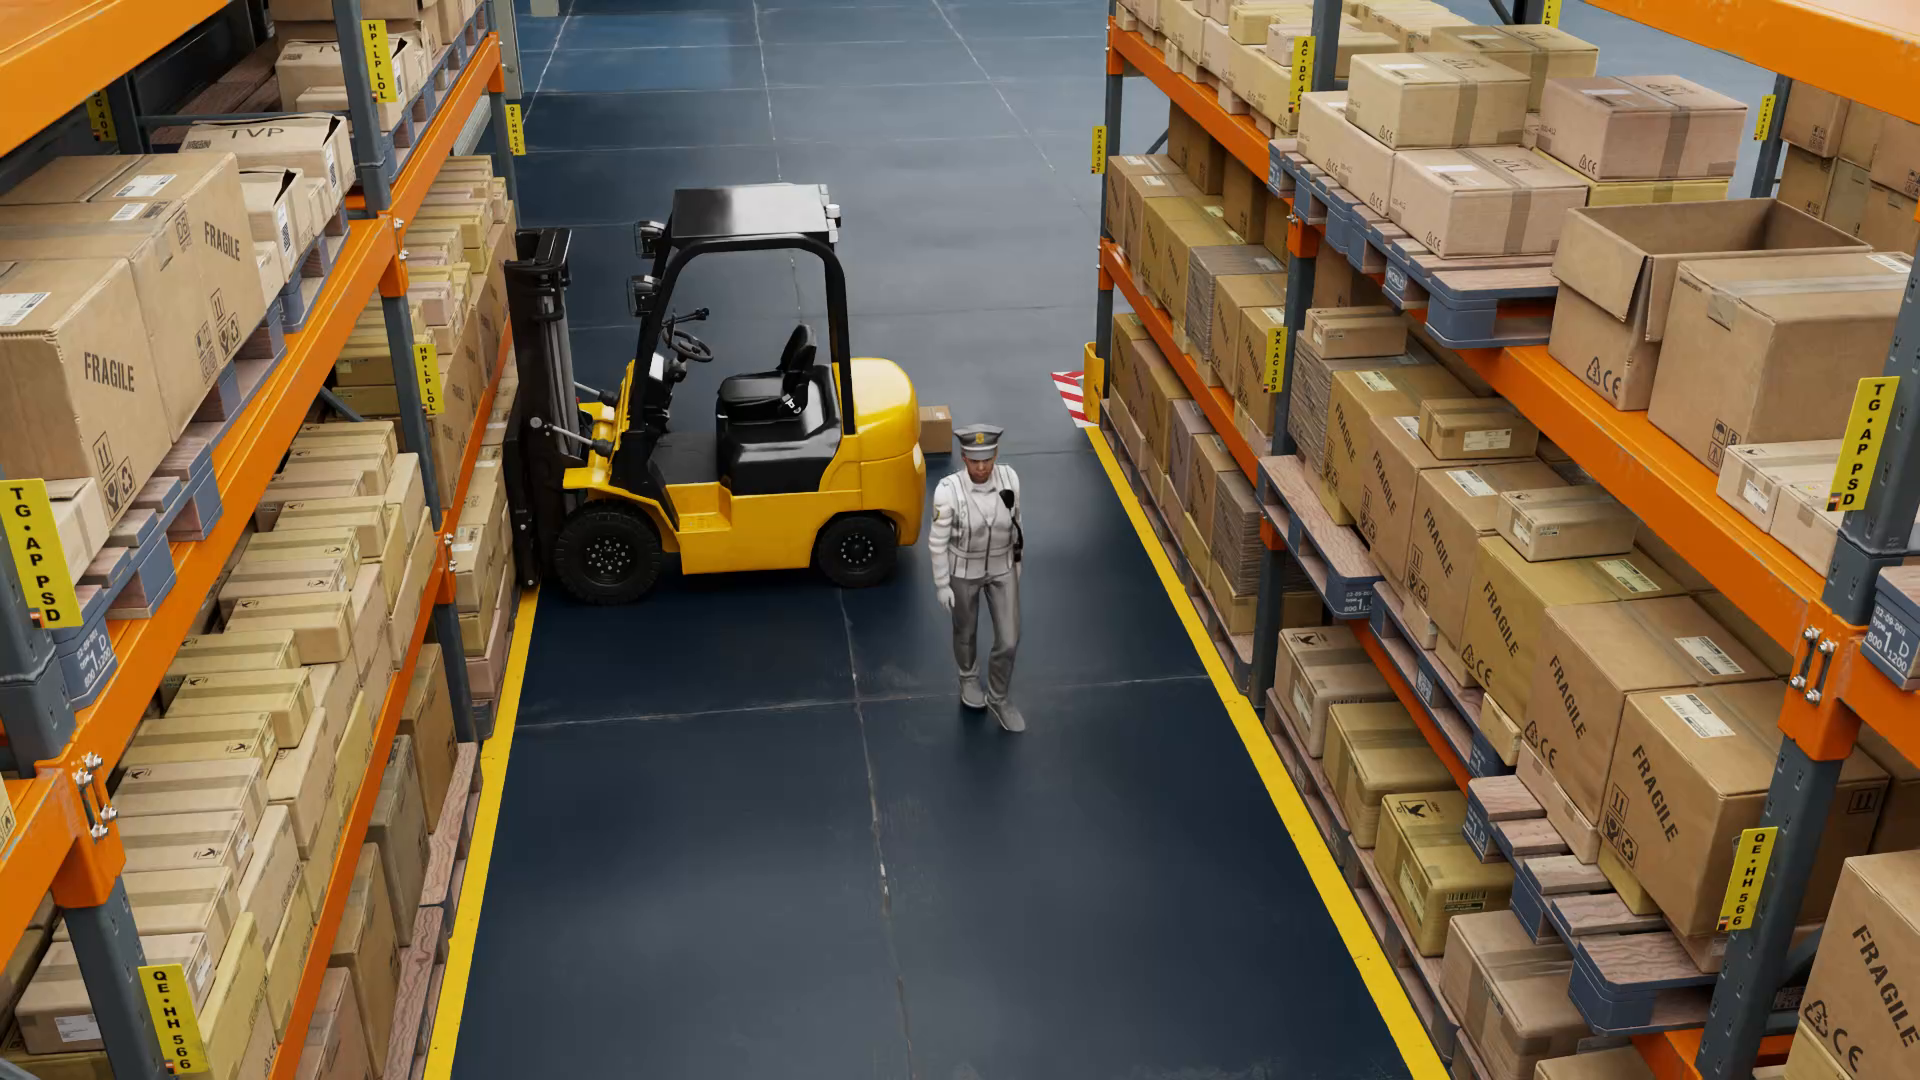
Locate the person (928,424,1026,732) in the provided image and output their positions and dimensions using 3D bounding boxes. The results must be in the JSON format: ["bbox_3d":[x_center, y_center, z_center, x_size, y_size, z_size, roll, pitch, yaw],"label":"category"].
[{"bbox_3d":[0.081,0.163,8.312,0.512,1.718,0.498,-6,28,-11],"label":"person"}]
